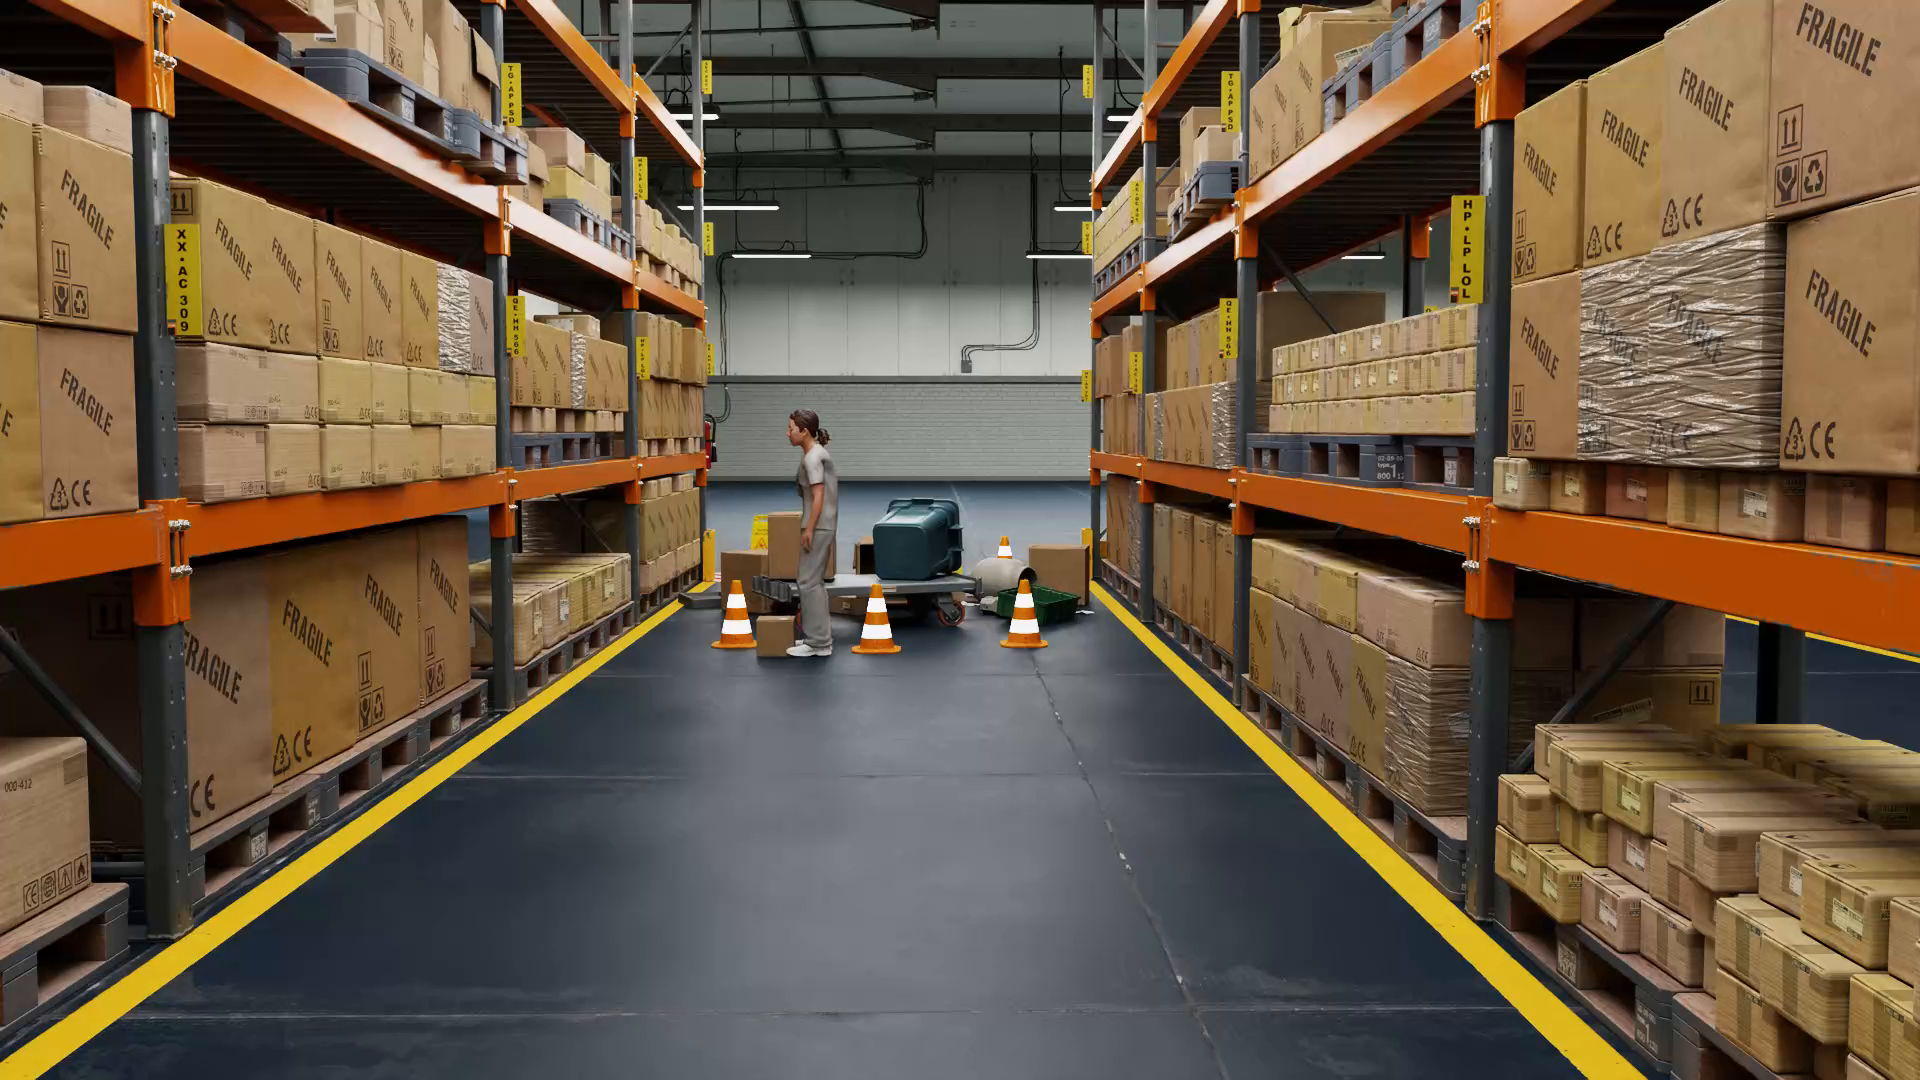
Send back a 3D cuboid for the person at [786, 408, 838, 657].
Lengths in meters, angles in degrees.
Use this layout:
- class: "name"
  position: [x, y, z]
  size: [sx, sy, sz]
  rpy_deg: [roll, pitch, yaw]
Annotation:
- class: "person"
  position: [-1.004, -0.055, 11.281]
  size: [0.357, 1.672, 0.514]
  rpy_deg: [0, 4, -5]
